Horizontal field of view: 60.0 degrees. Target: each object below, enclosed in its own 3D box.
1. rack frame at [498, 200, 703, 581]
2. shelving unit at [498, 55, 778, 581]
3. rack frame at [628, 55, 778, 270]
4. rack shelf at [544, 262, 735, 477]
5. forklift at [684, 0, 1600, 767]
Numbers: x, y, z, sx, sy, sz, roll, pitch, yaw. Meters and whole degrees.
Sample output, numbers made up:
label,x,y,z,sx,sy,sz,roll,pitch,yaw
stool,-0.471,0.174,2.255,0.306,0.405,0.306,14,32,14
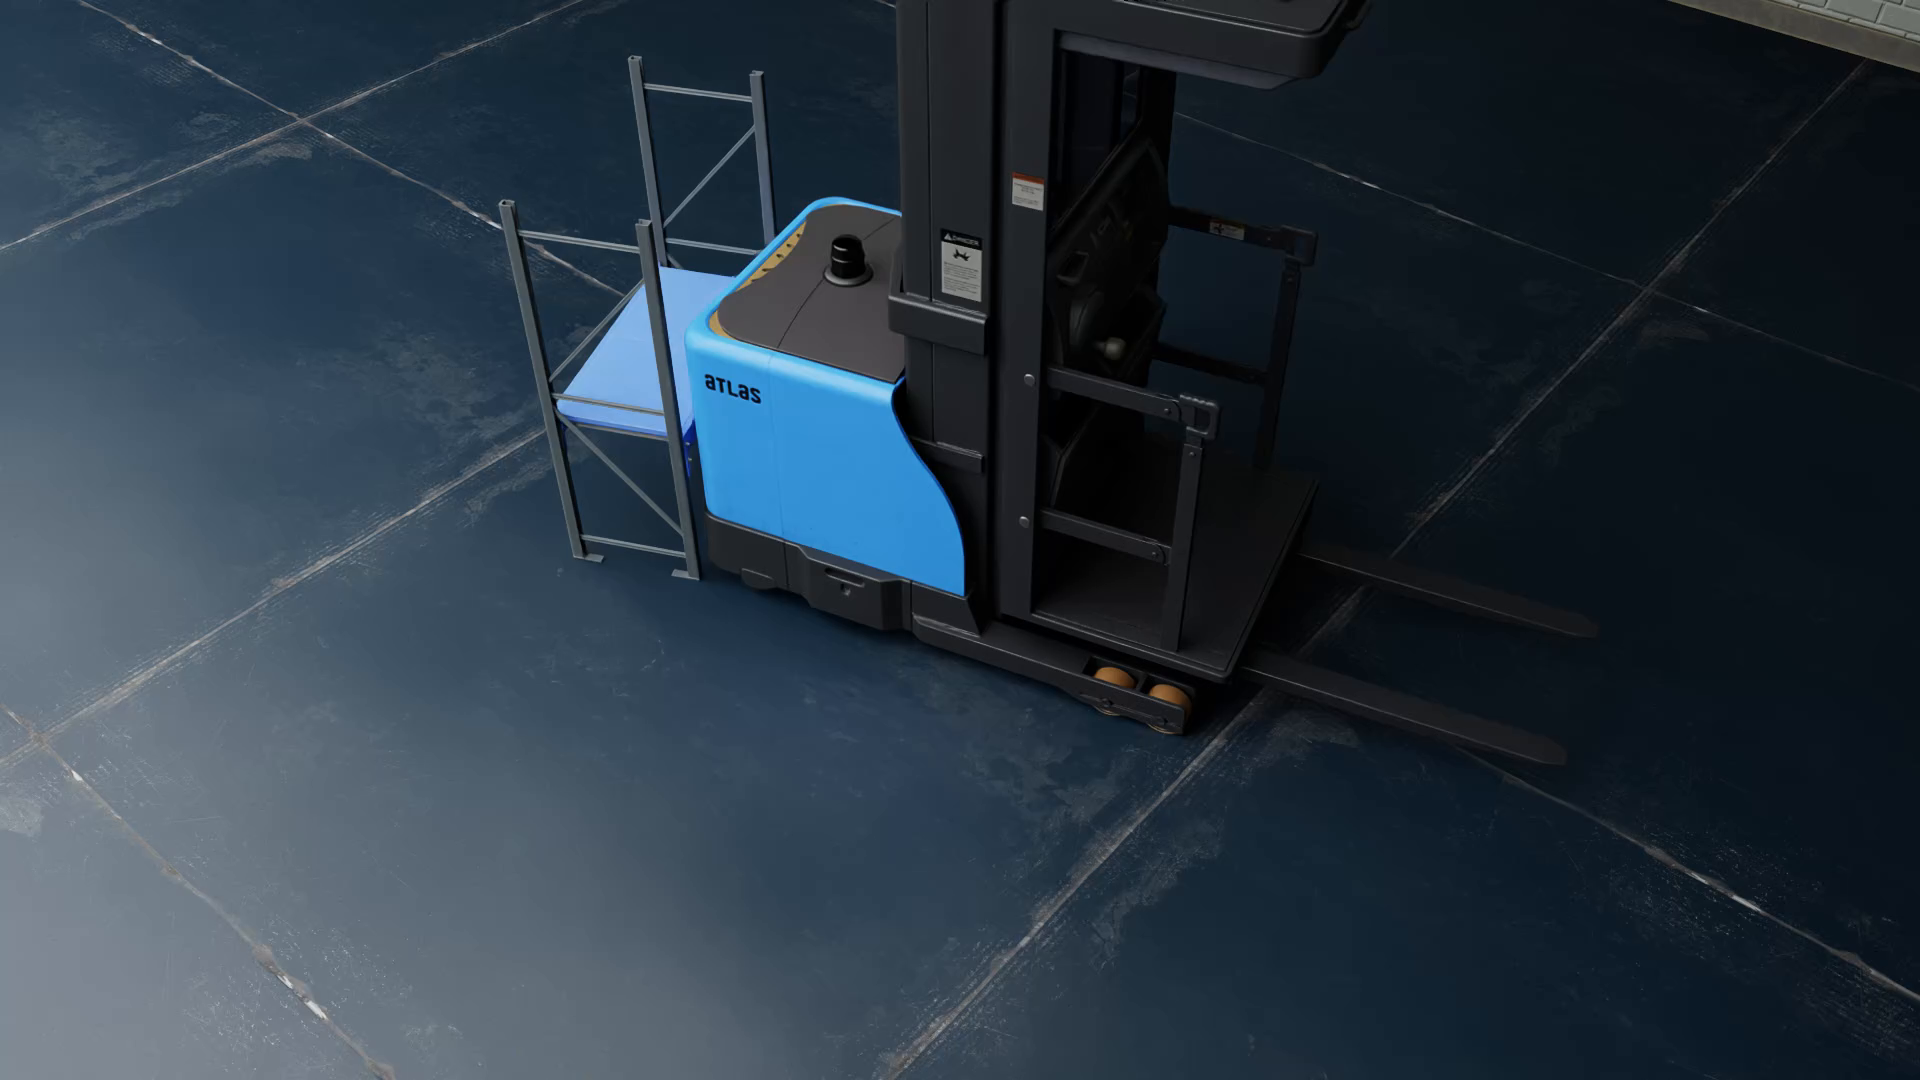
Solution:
label,x,y,z,sx,sy,sz,roll,pitch,yaw
rack frame,-1.189,-0.456,5.636,0.500,1.500,0.032,10,43,11
shelving unit,-1.061,-0.787,6.000,0.538,1.500,1.048,10,43,11
rack frame,-0.932,-1.117,6.364,0.500,1.500,0.032,10,43,11
rack shelf,-1.061,-0.654,6.121,0.538,0.185,1.000,10,43,11
forklift,0.640,-0.850,5.006,3.031,2.935,1.130,17,45,18
